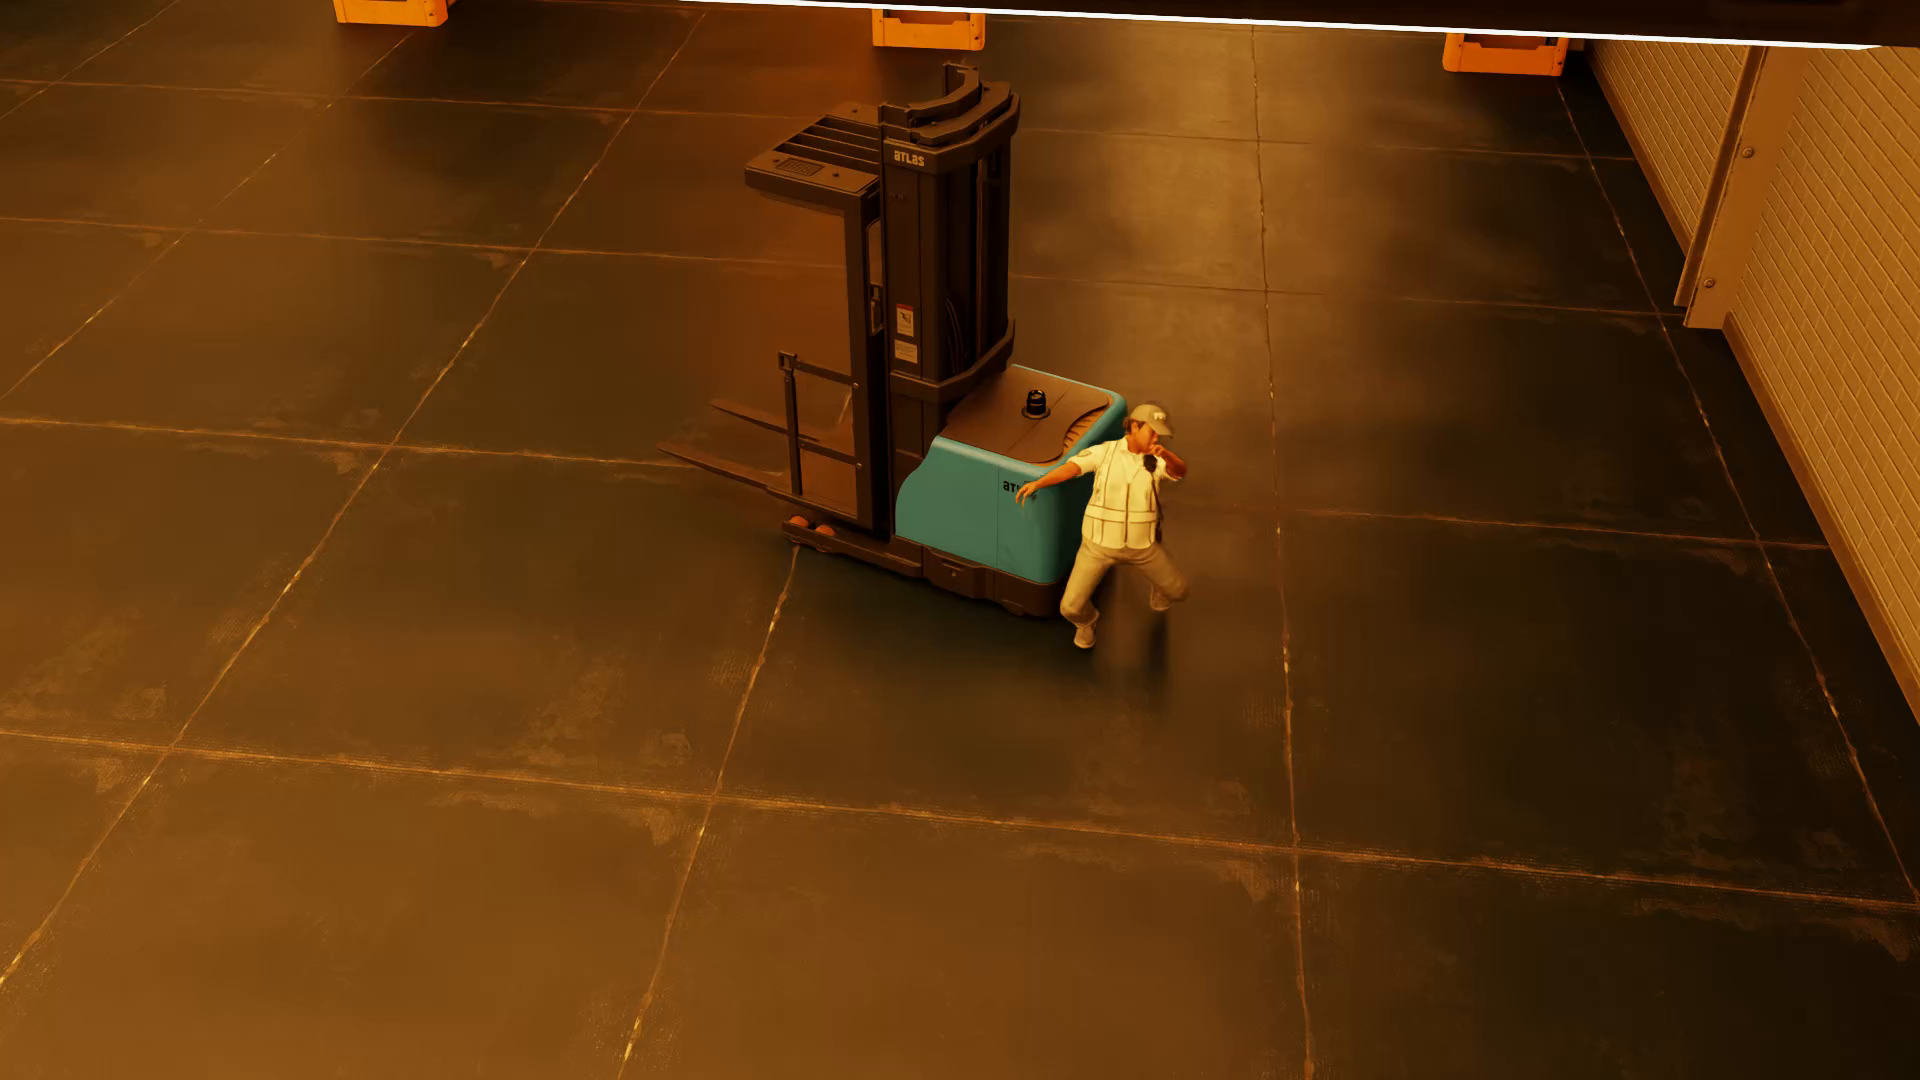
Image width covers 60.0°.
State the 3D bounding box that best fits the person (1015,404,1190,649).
[{"bbox_3d":[0.783,-0.046,9.287,1.031,1.470,0.655,-5,37,-7],"label":"person"}]

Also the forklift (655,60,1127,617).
[{"bbox_3d":[-0.532,-1.357,9.871,3.031,2.935,1.130,18,40,23],"label":"forklift"}]
